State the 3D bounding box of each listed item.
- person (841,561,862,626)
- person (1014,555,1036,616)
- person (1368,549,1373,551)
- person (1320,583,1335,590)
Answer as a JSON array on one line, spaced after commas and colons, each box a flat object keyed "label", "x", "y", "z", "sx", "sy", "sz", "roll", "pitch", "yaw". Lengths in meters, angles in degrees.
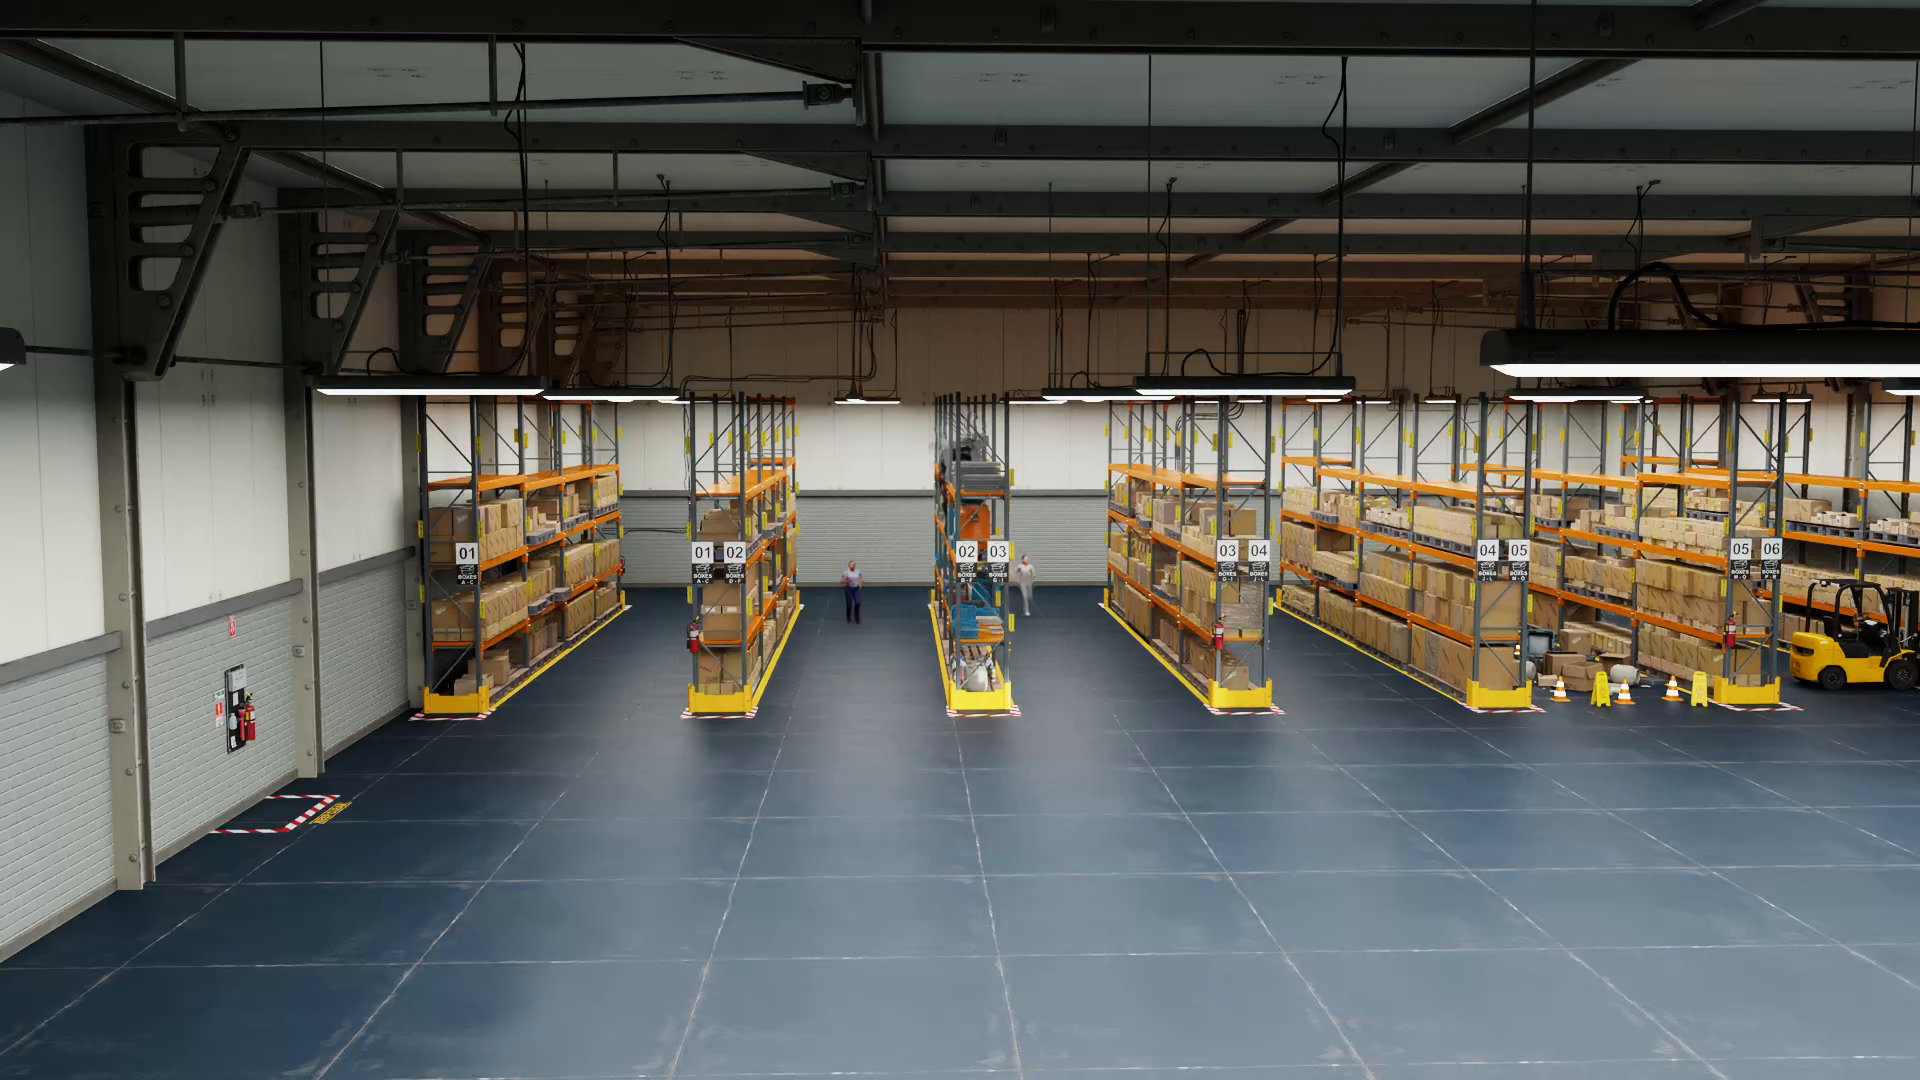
[{"label": "person", "x": -2.844, "y": 1.388, "z": 43.863, "sx": 0.592, "sy": 1.702, "sz": 0.747, "roll": -1, "pitch": 5, "yaw": -13}, {"label": "person", "x": 1.794, "y": 1.230, "z": 45.740, "sx": 0.577, "sy": 1.644, "sz": 0.895, "roll": -1, "pitch": 5, "yaw": -13}, {"label": "person", "x": 11.405, "y": 1.137, "z": 46.275, "sx": 0.675, "sy": 1.790, "sz": 0.762, "roll": -1, "pitch": 5, "yaw": -12}, {"label": "person", "x": 10.795, "y": 1.028, "z": 48.881, "sx": 0.700, "sy": 1.585, "sz": 0.773, "roll": -4, "pitch": 6, "yaw": -42}]
